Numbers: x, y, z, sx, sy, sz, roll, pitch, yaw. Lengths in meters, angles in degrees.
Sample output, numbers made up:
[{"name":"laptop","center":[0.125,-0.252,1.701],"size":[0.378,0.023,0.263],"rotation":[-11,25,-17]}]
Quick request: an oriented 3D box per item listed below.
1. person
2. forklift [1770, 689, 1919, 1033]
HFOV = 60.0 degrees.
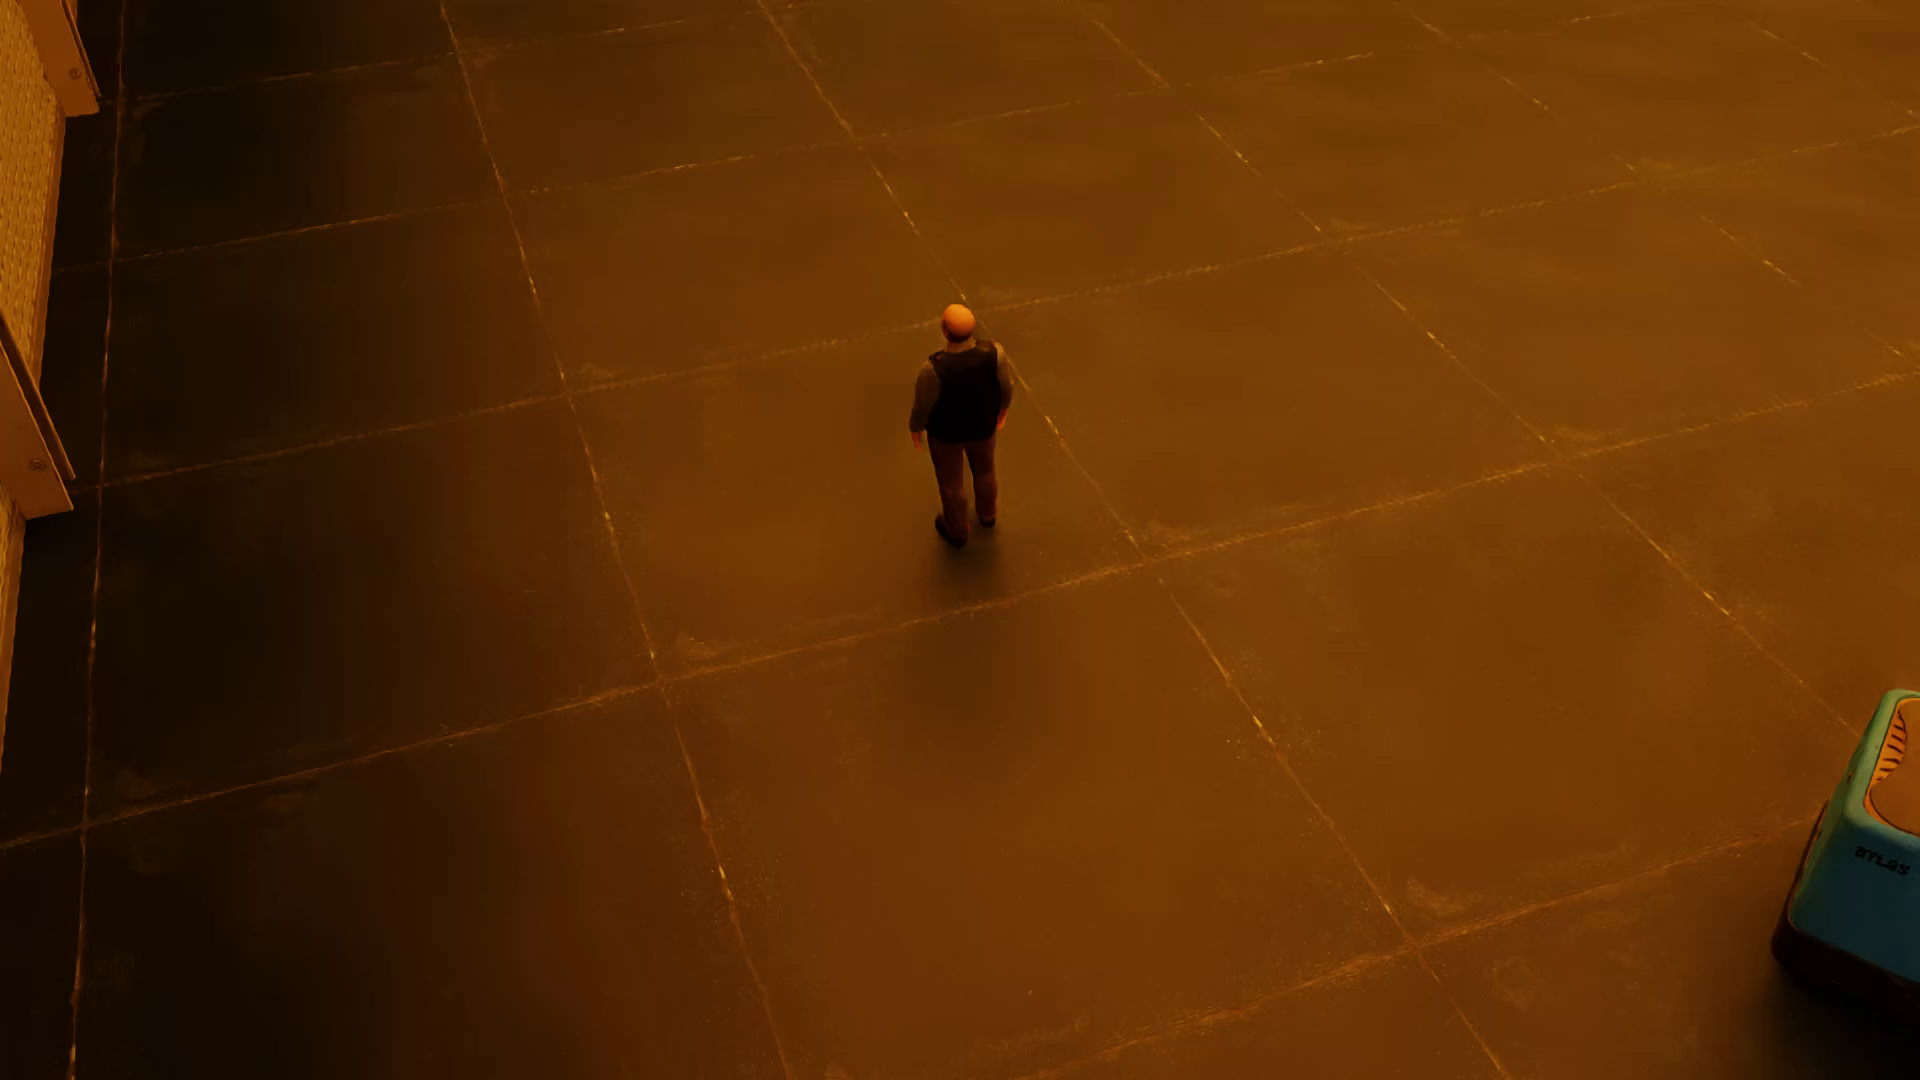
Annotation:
[{"name":"person","center":[-0.014,-0.704,9.765],"size":[0.632,1.720,0.567],"rotation":[-13,42,-15]},{"name":"forklift","center":[5.339,1.163,6.612],"size":[3.031,2.935,1.130],"rotation":[24,45,26]}]
